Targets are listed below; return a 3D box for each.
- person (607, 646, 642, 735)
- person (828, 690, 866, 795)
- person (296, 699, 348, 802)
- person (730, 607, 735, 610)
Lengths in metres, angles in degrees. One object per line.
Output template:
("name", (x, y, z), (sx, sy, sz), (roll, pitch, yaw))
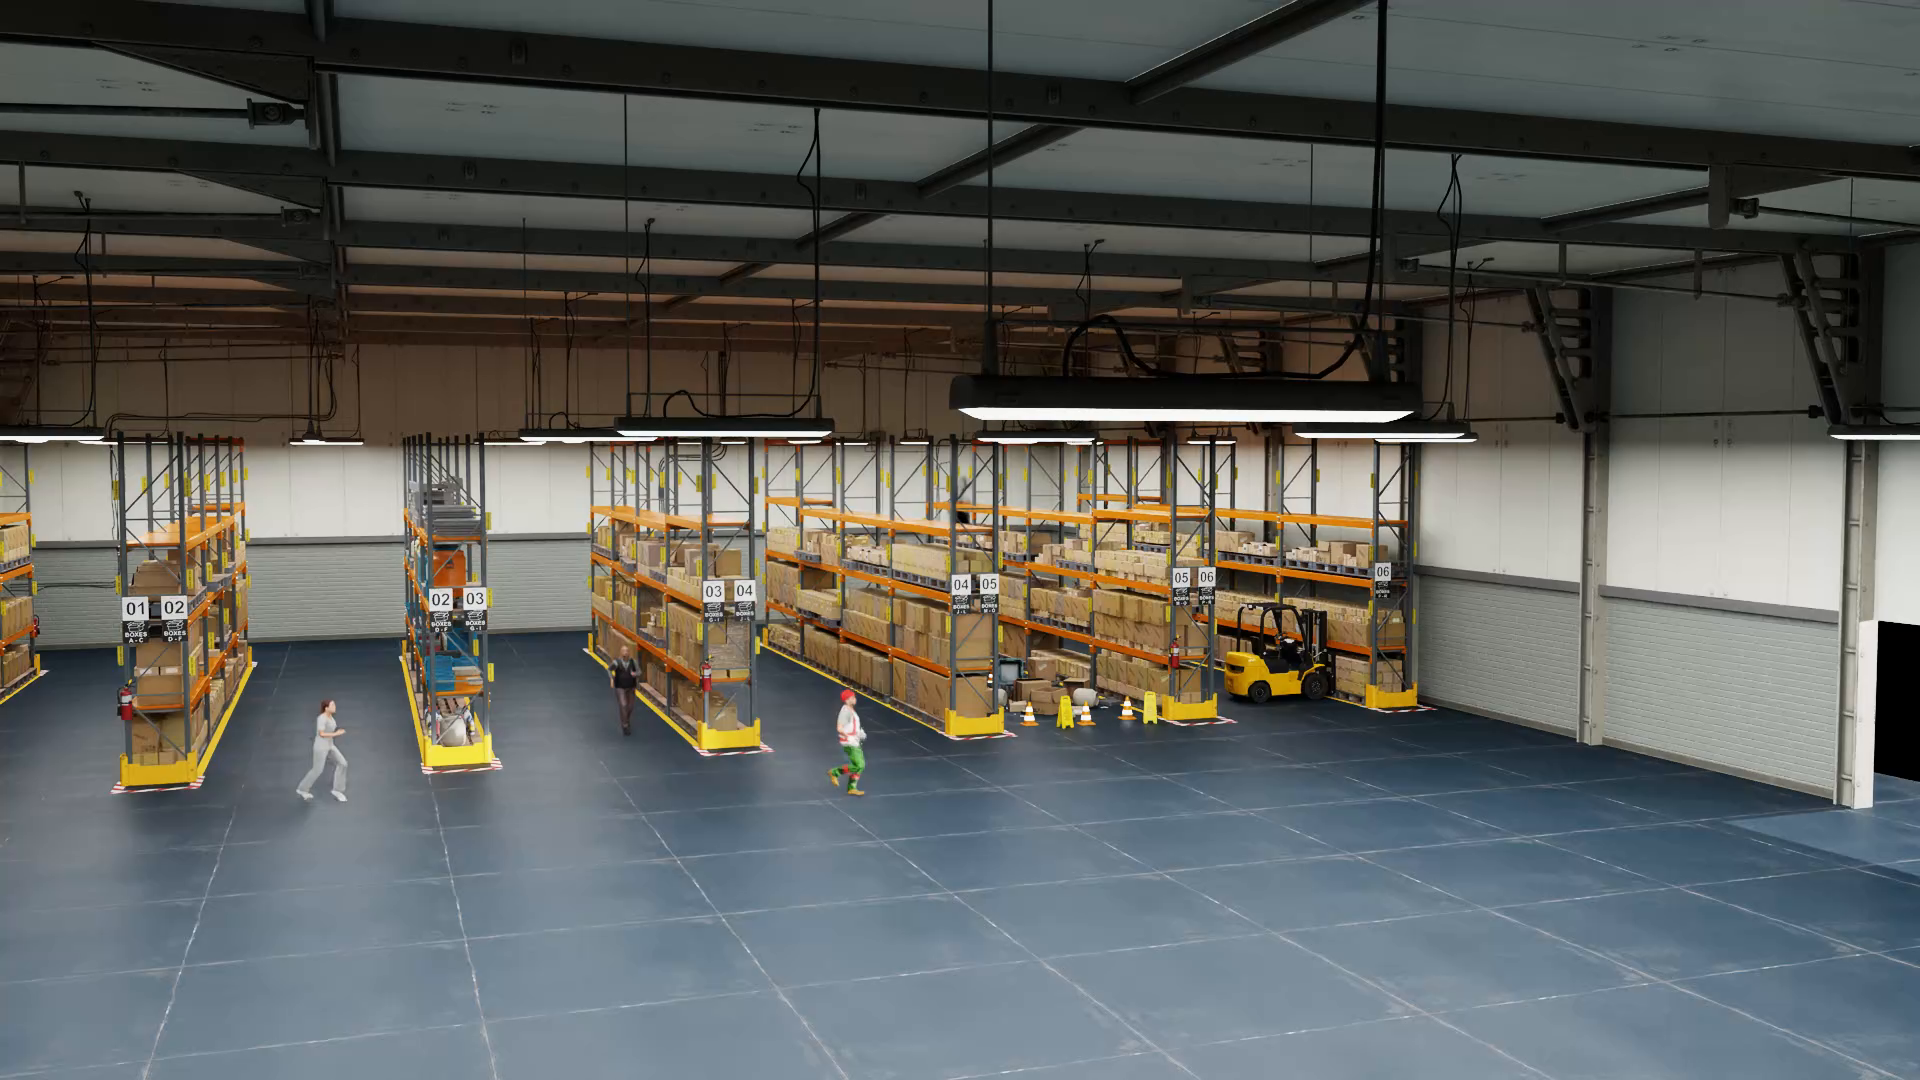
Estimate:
("person", (-6.710, 2.987, 33.356), (0.652, 1.716, 0.960), (-2, 4, -26))
("person", (-1.868, 3.335, 27.417), (0.606, 1.740, 0.658), (0, 3, 5))
("person", (-10.328, 3.404, 26.873), (0.842, 1.705, 0.587), (0, 3, 0))
("person", (-6.610, 2.157, 48.462), (0.706, 1.765, 0.921), (3, 4, 41))
